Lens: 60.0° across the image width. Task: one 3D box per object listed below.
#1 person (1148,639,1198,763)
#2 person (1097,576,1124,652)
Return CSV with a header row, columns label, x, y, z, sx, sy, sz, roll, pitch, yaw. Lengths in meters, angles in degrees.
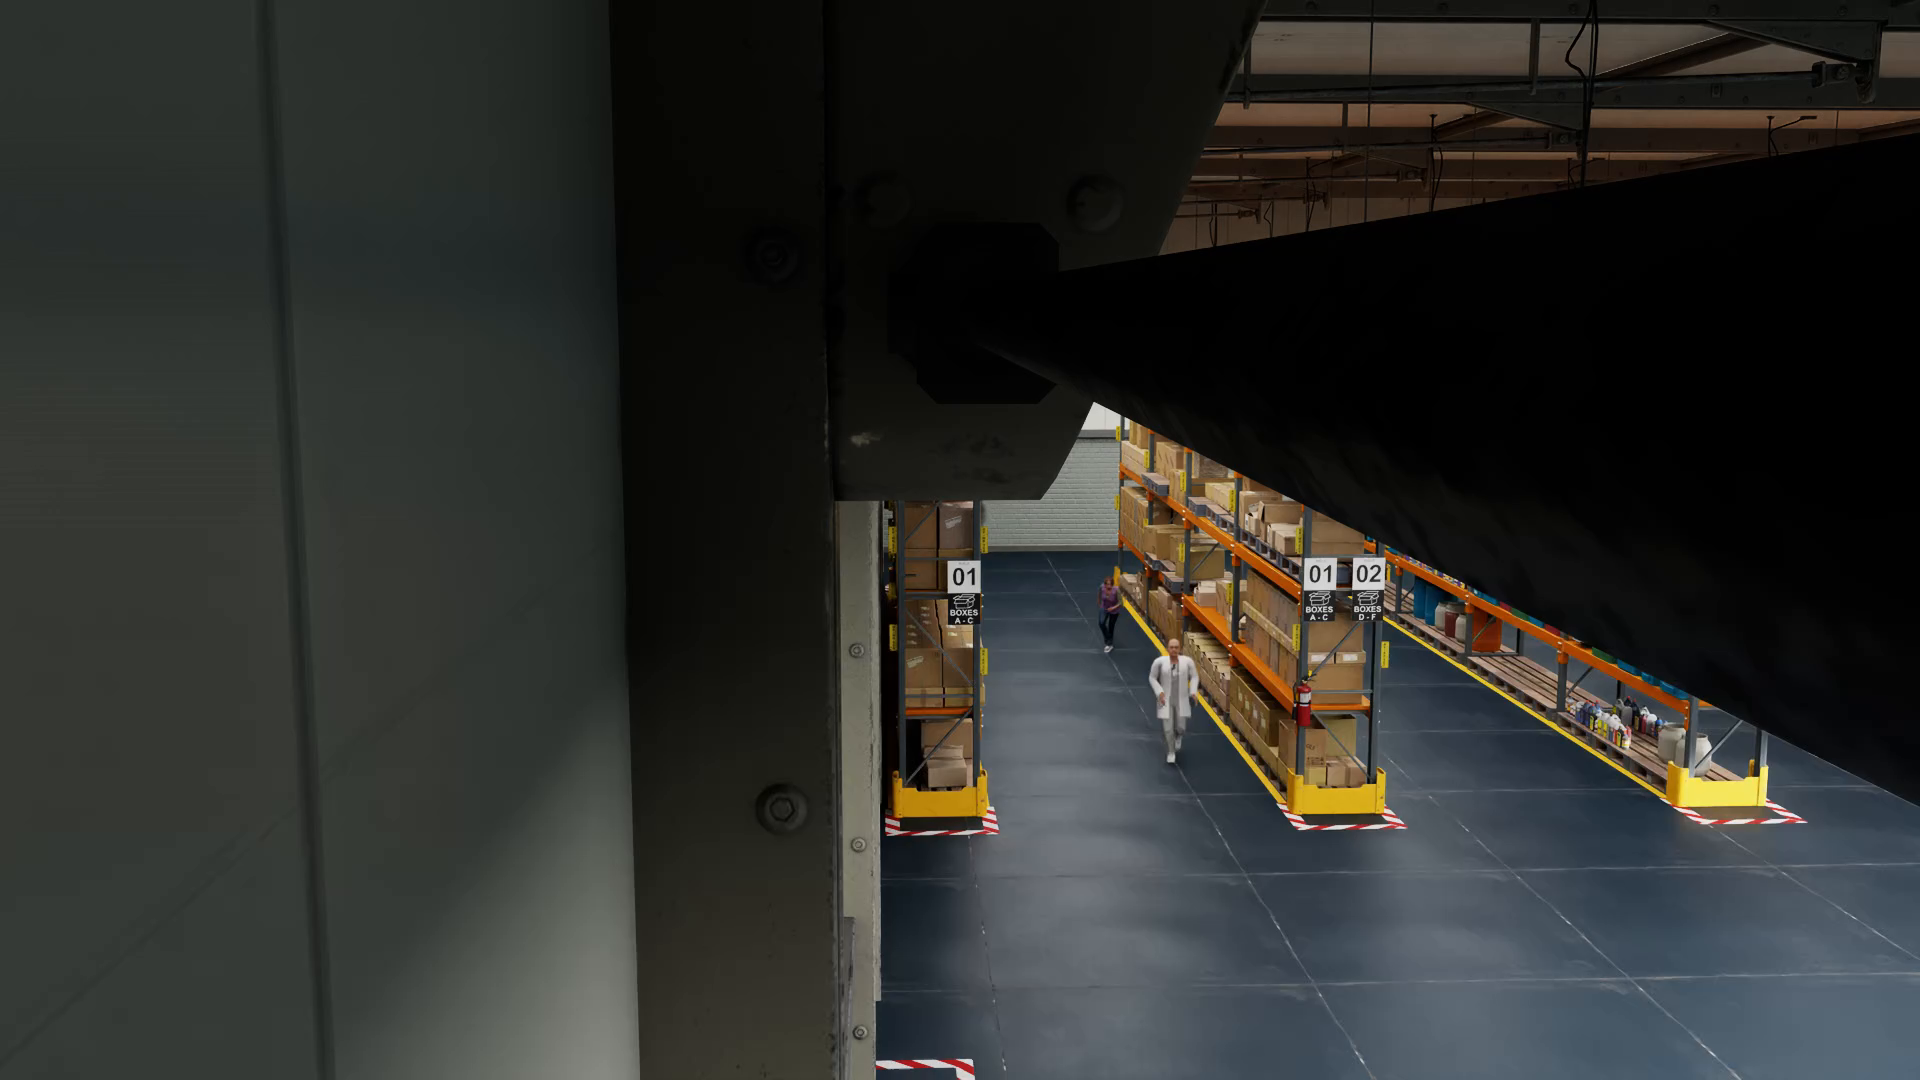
label,x,y,z,sx,sy,sz,roll,pitch,yaw
person,2.939,2.202,22.881,0.699,1.724,0.667,0,8,1
person,2.734,1.280,30.125,0.540,1.401,1.014,2,8,15
